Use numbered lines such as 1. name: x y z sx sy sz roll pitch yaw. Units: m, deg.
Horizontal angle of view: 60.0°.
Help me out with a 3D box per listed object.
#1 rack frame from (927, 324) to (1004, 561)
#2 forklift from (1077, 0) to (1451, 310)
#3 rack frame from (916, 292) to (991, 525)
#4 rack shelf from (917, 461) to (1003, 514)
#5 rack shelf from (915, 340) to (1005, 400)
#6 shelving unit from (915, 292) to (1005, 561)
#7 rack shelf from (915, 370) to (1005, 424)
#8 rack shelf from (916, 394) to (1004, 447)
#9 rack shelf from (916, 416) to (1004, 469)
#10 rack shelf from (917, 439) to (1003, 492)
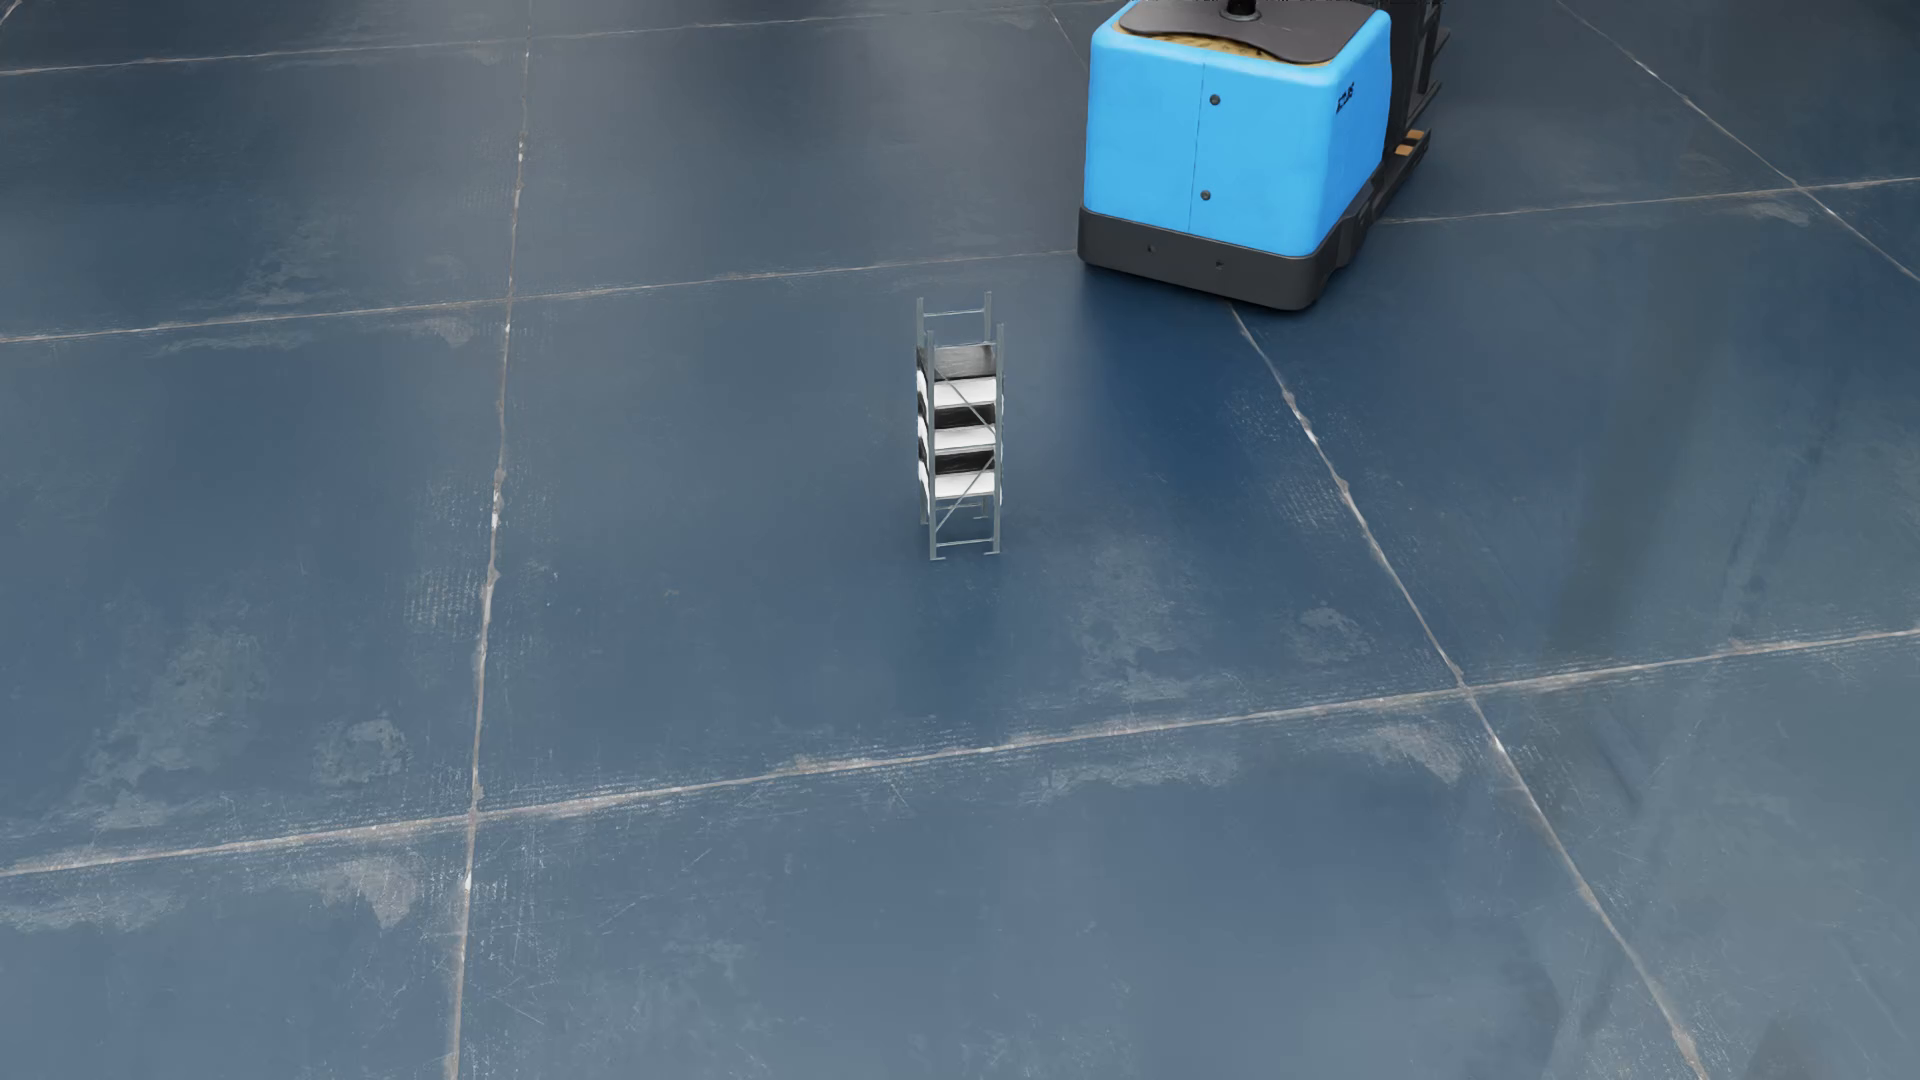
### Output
1. rack frame: 0.016 -0.299 5.401 0.240 0.900 0.006 -6 38 -8
2. forklift: 1.635 -2.996 7.217 1.130 2.935 3.031 18 41 21
3. rack frame: -0.019 -0.422 5.559 0.240 0.900 0.006 -6 38 -8
4. rack shelf: -0.001 -0.192 5.611 0.258 0.077 0.200 -6 38 -8
5. rack shelf: -0.001 -0.547 5.335 0.258 0.077 0.200 -6 38 -8
6. shelving unit: -0.001 -0.360 5.480 0.258 0.900 0.210 -6 38 -8
7. rack shelf: -0.001 -0.476 5.390 0.258 0.077 0.200 -6 38 -8
8. rack shelf: -0.001 -0.405 5.445 0.258 0.077 0.200 -6 38 -8
9. rack shelf: -0.001 -0.334 5.501 0.258 0.077 0.200 -6 38 -8
10. rack shelf: -0.001 -0.263 5.556 0.258 0.077 0.200 -6 38 -8
